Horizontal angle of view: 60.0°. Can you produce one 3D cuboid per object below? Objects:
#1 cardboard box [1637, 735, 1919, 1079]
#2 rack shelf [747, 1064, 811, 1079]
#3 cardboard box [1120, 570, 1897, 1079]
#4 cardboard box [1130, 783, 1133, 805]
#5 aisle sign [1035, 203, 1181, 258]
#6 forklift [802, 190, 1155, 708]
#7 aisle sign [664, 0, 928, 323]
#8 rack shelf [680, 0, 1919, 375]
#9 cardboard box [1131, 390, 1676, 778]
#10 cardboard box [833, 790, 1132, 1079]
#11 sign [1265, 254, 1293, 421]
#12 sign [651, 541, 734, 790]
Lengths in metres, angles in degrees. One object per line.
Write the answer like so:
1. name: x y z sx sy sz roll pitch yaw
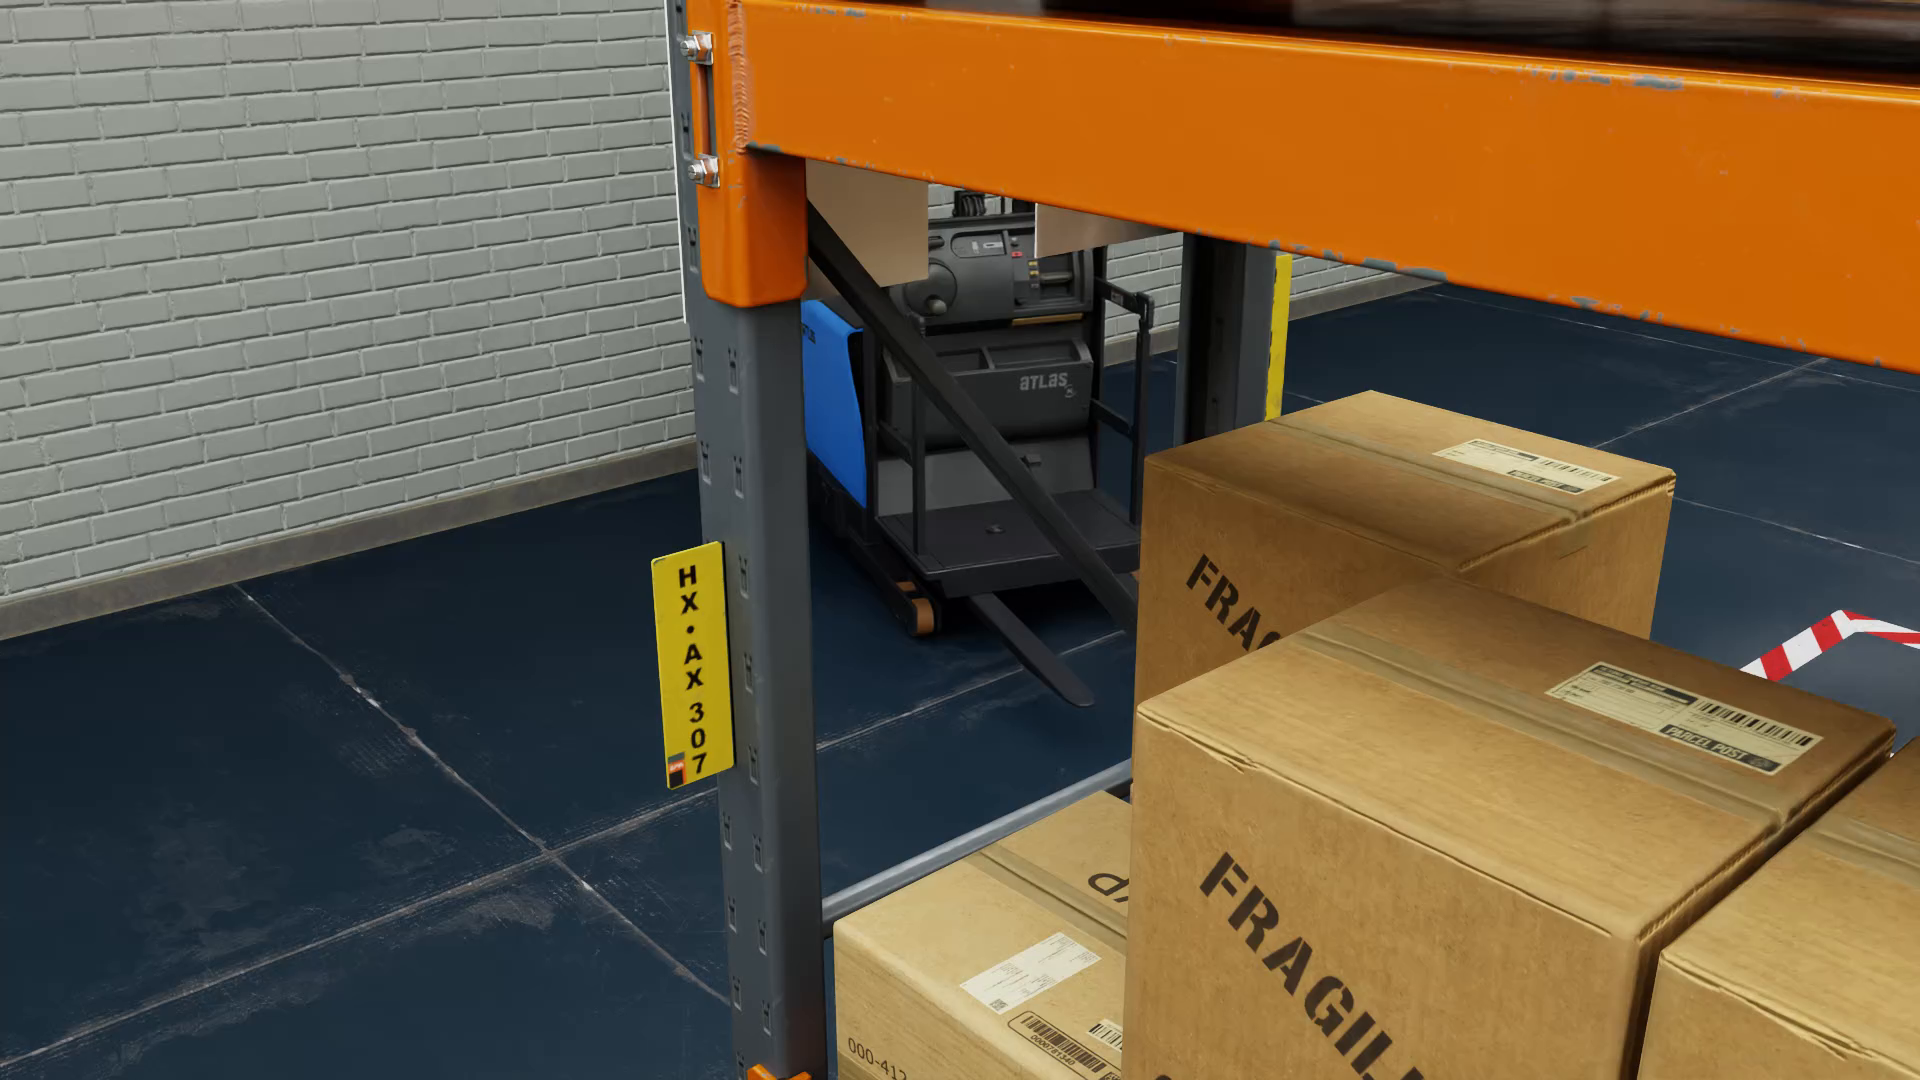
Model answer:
1. cardboard box: 0.858 0.533 1.279 0.500 0.500 0.500 -18 28 -39
2. rack shelf: 1.385 1.362 1.380 1.077 0.370 4.000 -17 27 -37
3. cardboard box: 0.515 0.392 1.641 0.500 0.500 0.500 -18 28 -39
4. cardboard box: 0.597 0.476 2.452 0.500 0.250 0.500 -18 28 -38
5. aisle sign: 0.260 -0.827 2.419 0.394 0.787 0.004 -17 27 -37
6. forklift: 0.203 -1.129 6.847 1.130 2.935 3.031 -8 23 -19
7. aisle sign: -0.194 -0.685 2.054 0.394 0.787 0.004 -17 27 -37
8. rack shelf: 1.385 -0.035 0.833 1.077 0.370 4.000 -17 27 -37
9. cardboard box: 0.597 0.129 2.312 0.500 0.500 0.500 -17 27 -37
10. cardboard box: 0.189 0.603 2.130 0.500 0.250 0.500 -18 28 -39
11. sign: 0.500 -0.300 2.725 0.100 0.325 0.005 -17 27 -37
12. sign: -0.345 0.165 2.154 0.100 0.325 0.005 -17 27 -37
